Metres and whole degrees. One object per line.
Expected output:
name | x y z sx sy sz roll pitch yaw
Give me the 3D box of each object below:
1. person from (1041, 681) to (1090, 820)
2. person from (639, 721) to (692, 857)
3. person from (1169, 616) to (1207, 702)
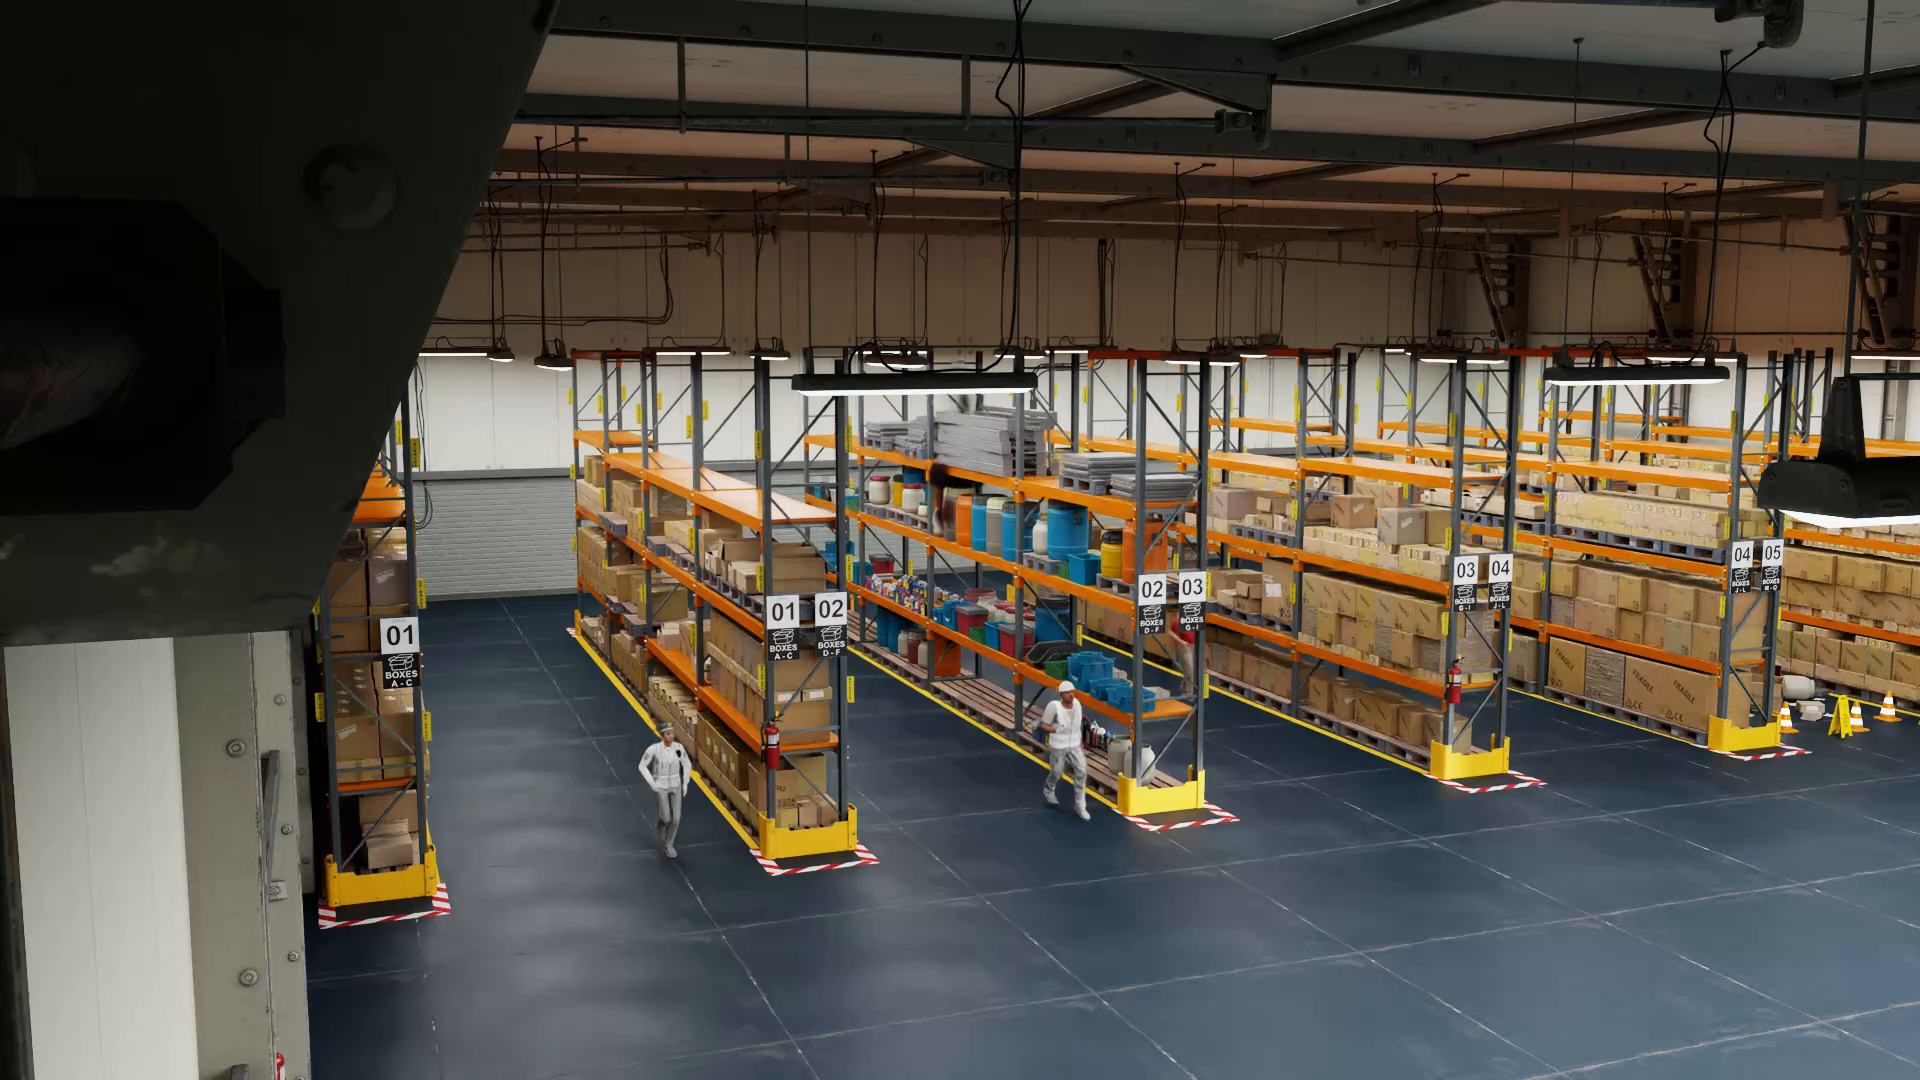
person | 1.365 2.735 21.933 0.706 1.814 0.882 -3 8 -23
person | -3.560 3.017 20.238 0.652 1.660 0.502 -3 8 -25
person | 3.781 1.829 27.428 0.664 1.710 0.595 -4 8 -28
